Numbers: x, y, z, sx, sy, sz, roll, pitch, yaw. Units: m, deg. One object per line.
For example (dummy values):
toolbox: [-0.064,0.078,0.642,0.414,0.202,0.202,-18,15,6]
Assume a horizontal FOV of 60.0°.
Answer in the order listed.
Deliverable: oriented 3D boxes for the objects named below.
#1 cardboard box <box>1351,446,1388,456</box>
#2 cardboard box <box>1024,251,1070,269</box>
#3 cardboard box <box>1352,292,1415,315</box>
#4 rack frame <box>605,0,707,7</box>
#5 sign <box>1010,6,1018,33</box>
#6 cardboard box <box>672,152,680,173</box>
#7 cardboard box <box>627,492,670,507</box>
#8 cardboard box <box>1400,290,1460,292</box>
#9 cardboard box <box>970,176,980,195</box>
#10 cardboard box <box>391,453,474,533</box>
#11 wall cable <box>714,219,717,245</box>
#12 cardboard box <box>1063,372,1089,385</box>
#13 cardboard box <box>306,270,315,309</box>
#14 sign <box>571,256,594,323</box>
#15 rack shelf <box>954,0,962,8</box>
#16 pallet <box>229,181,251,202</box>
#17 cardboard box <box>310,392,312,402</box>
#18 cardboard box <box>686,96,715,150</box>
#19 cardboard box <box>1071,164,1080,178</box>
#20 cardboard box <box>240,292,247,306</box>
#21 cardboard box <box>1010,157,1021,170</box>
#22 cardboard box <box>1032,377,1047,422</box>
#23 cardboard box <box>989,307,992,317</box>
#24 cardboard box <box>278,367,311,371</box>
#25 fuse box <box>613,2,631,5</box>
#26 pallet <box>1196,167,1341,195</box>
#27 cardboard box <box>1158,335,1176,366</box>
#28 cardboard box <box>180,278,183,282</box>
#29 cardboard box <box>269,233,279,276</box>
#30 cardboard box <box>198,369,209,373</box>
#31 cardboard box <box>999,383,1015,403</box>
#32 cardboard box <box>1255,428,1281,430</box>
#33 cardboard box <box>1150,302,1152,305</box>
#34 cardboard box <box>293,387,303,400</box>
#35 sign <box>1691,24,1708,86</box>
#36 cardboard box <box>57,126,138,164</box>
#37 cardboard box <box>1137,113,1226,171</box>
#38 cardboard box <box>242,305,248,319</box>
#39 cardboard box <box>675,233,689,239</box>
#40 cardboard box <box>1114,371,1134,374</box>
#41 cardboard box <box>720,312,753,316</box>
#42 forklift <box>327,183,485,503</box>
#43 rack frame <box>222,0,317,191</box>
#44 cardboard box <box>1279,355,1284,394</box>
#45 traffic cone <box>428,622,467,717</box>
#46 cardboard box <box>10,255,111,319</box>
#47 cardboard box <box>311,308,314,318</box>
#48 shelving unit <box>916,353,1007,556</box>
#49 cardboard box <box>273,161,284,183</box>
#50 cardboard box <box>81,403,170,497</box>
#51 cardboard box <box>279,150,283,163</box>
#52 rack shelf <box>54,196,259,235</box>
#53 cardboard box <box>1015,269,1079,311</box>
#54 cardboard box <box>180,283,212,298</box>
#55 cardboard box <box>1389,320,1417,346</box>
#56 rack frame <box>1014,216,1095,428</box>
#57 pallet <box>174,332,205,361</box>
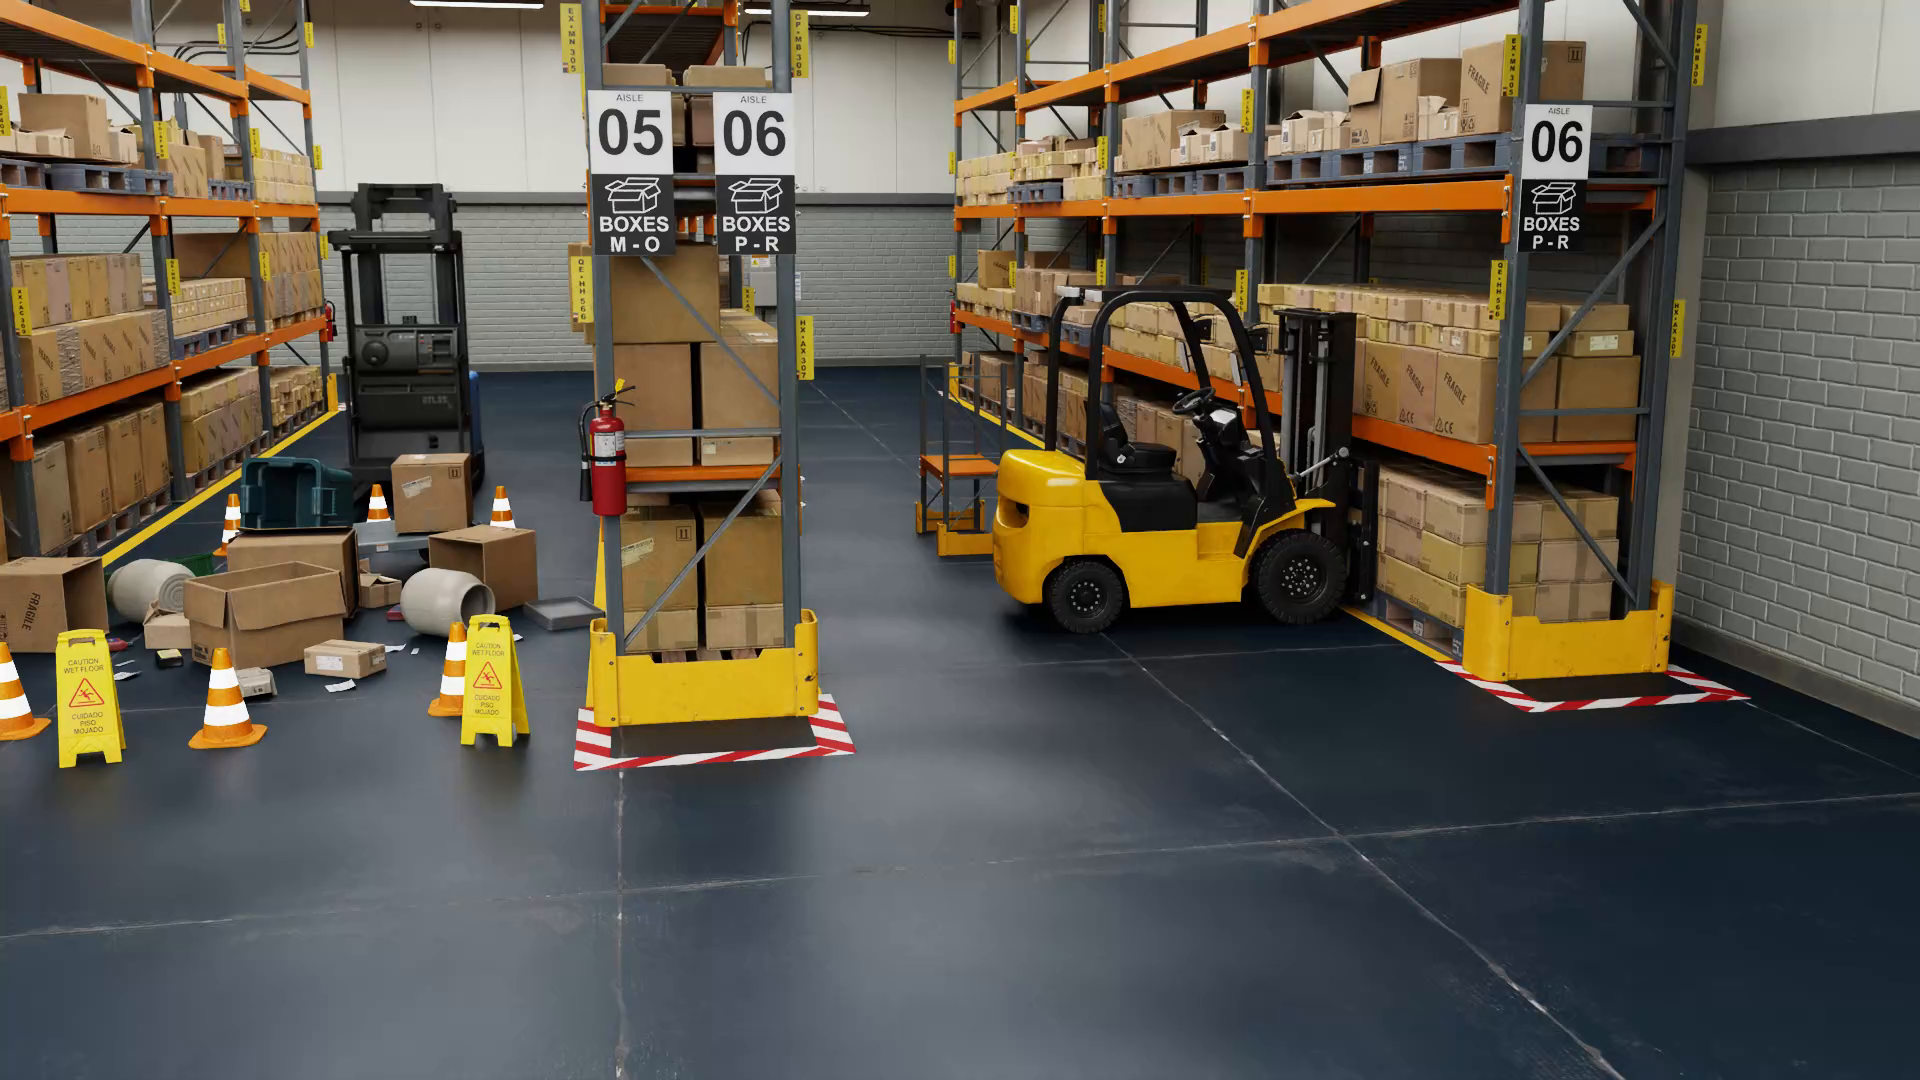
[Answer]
cardboard box: [2.739,-0.518,11.953,0.500,0.250,0.500,-2,11,-9]
cardboard box: [1.170,-3.647,22.438,0.500,0.500,0.500,-2,11,-13]
cardboard box: [2.920,-1.623,11.402,0.380,0.149,0.250,-2,11,-11]
rack frame: [-2.891,-4.956,15.668,1.000,3.000,0.127,-2,11,-11]
sign: [0.663,-6.352,20.294,0.100,0.325,0.005,-2,11,-11]
cardboard box: [-1.762,-2.090,9.307,0.380,0.149,0.250,-2,11,-11]
cardboard box: [-1.884,-0.287,9.670,0.380,0.149,0.250,-2,11,-9]
cardboard box: [3.331,-1.687,11.739,0.380,0.149,0.250,-2,11,-12]
cardboard box: [0.445,-4.925,23.135,0.500,0.250,0.500,-2,11,-13]
cardboard box: [-3.854,-0.349,12.169,0.500,0.500,0.500,-2,11,-11]
wall cable: [-4.178,-5.062,29.554,0.588,1.984,0.122,-2,11,-11]
cardboard box: [1.404,-1.860,19.272,0.380,0.149,0.250,-2,11,-11]
cardboard box: [-8.848,-3.305,21.977,0.500,0.500,0.500,-2,11,-12]
sign: [-1.884,-1.249,8.296,0.100,0.325,0.005,-2,11,-11]
rack shelf: [0.810,-7.517,22.158,1.077,0.370,4.000,-2,11,-11]
pallet: [-8.490,-3.808,18.162,1.213,0.211,1.003,-2,11,-11]
cardboard box: [-8.860,-1.899,22.155,0.380,0.149,0.250,-2,11,-11]
cardboard box: [-1.172,-2.190,8.762,0.500,0.250,0.500,-2,11,-12]
cardboard box: [1.447,-4.079,18.418,0.380,0.149,0.250,-2,11,-9]
cardboard box: [-8.234,-2.707,18.651,0.380,0.149,0.250,-2,11,-9]
cardboard box: [0.827,-4.605,20.331,0.380,0.149,0.250,-2,11,-9]
cardboard box: [1.185,-1.708,20.210,0.500,0.500,0.500,-2,11,-12]
cardboard box: [0.606,-3.133,22.808,0.380,0.149,0.250,-2,11,-11]
cardboard box: [-8.939,-2.240,22.352,0.380,0.149,0.250,-2,11,-10]
fuse box: [-5.810,-9.014,28.433,0.513,0.334,0.176,-2,11,-11]
pallet: [2.570,-2.997,13.912,0.805,0.209,1.217,-3,11,-13]
cardboard box: [2.123,-1.744,15.240,0.500,0.250,0.500,-2,11,-9]
cardboard box: [-8.880,-2.830,18.502,0.380,0.149,0.250,-2,11,-8]
cardboard box: [-8.470,-3.417,19.888,0.500,0.500,0.500,-2,11,-13]
cardboard box: [-8.621,-1.746,18.402,0.500,0.250,0.500,-3,11,-14]
cardboard box: [0.733,-1.944,22.077,0.396,0.266,0.258,-2,11,-9]
cardboard box: [2.642,-0.592,14.010,0.875,0.625,0.625,-2,11,-8]
cardboard box: [2.020,-2.301,15.762,0.380,0.149,0.250,-2,11,-10]
cardboard box: [-8.572,-1.856,21.133,0.380,0.149,0.250,-2,11,-10]
sign: [4.078,-2.684,9.203,0.100,0.325,0.005,-2,11,-11]
cardboard box: [-7.230,-3.315,13.915,0.500,0.311,0.500,-2,11,-11]
cardboard box: [2.075,-3.738,15.631,0.700,0.500,0.500,-2,11,-12]
cardboard box: [-8.234,-2.561,18.680,0.380,0.149,0.250,-2,11,-12]
cardboard box: [-3.476,-3.669,20.274,0.380,0.149,0.250,-2,11,-12]
cardboard box: [1.866,-1.880,19.381,0.380,0.149,0.250,-3,11,-13]
cardboard box: [-1.676,-1.304,11.462,0.500,0.500,0.500,-2,11,-9]
forklift: [-5.204,-1.849,15.571,1.130,2.935,3.031,-2,11,-10]
rack frame: [-9.283,-6.225,22.334,1.000,3.000,0.127,-2,11,-11]
cardboard box: [2.703,-1.320,12.341,0.500,0.500,0.500,-2,11,-10]
traffic cone: [-2.684,0.673,8.925,0.336,0.463,0.334,-2,11,-11]
cardboard box: [-7.448,-2.081,13.668,0.700,0.500,0.500,-2,11,-12]
cardboard box: [-8.931,-3.058,22.411,0.380,0.149,0.250,-2,11,-11]
shelving unit: [0.015,-0.723,13.483,0.587,1.500,1.083,-2,11,-11]
cardboard box: [-8.540,-4.471,20.205,0.500,0.250,0.500,-2,11,-10]
cardboard box: [-7.697,-0.797,14.753,1.050,0.750,0.750,-2,11,-12]
cardboard box: [-8.597,-4.738,20.542,0.380,0.149,0.250,-2,11,-13]
rack shelf: [-8.116,-3.297,16.900,1.077,0.370,4.000,-2,11,-11]
cardboard box: [1.073,-3.082,20.478,0.700,0.500,0.500,-2,11,-10]
cardboard box: [-7.929,-2.564,17.104,0.380,0.149,0.250,-2,11,-12]
cardboard box: [2.986,-1.333,10.675,0.380,0.149,0.250,-2,11,-13]
rack frame: [1.199,-2.924,21.036,1.000,3.000,0.127,-2,11,-11]
pallet: [-7.970,-1.843,15.870,1.213,0.211,1.003,-2,11,-11]
